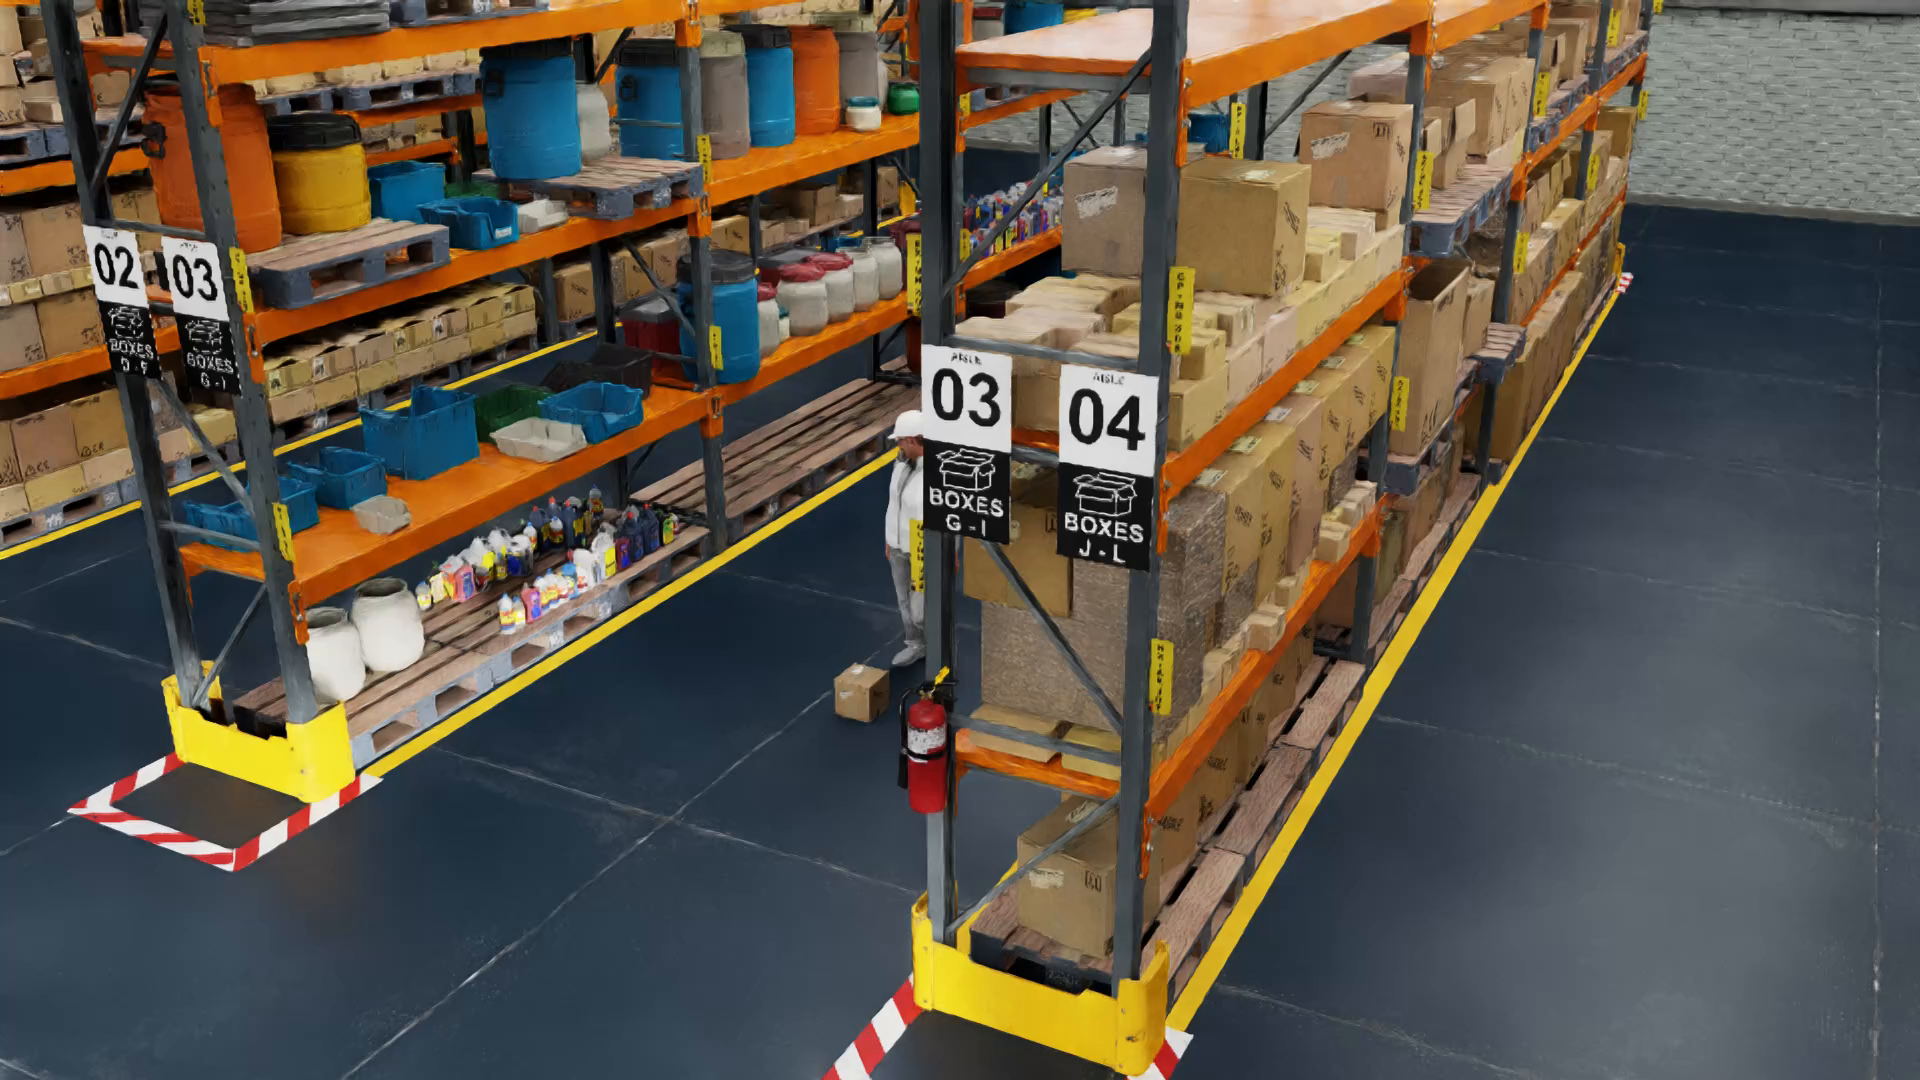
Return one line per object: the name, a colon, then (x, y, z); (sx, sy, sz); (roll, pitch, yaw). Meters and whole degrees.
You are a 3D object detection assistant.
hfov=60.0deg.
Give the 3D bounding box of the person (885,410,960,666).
person: (-0.272, 0.033, 10.609); (0.582, 1.756, 0.457); (17, 28, 36)
